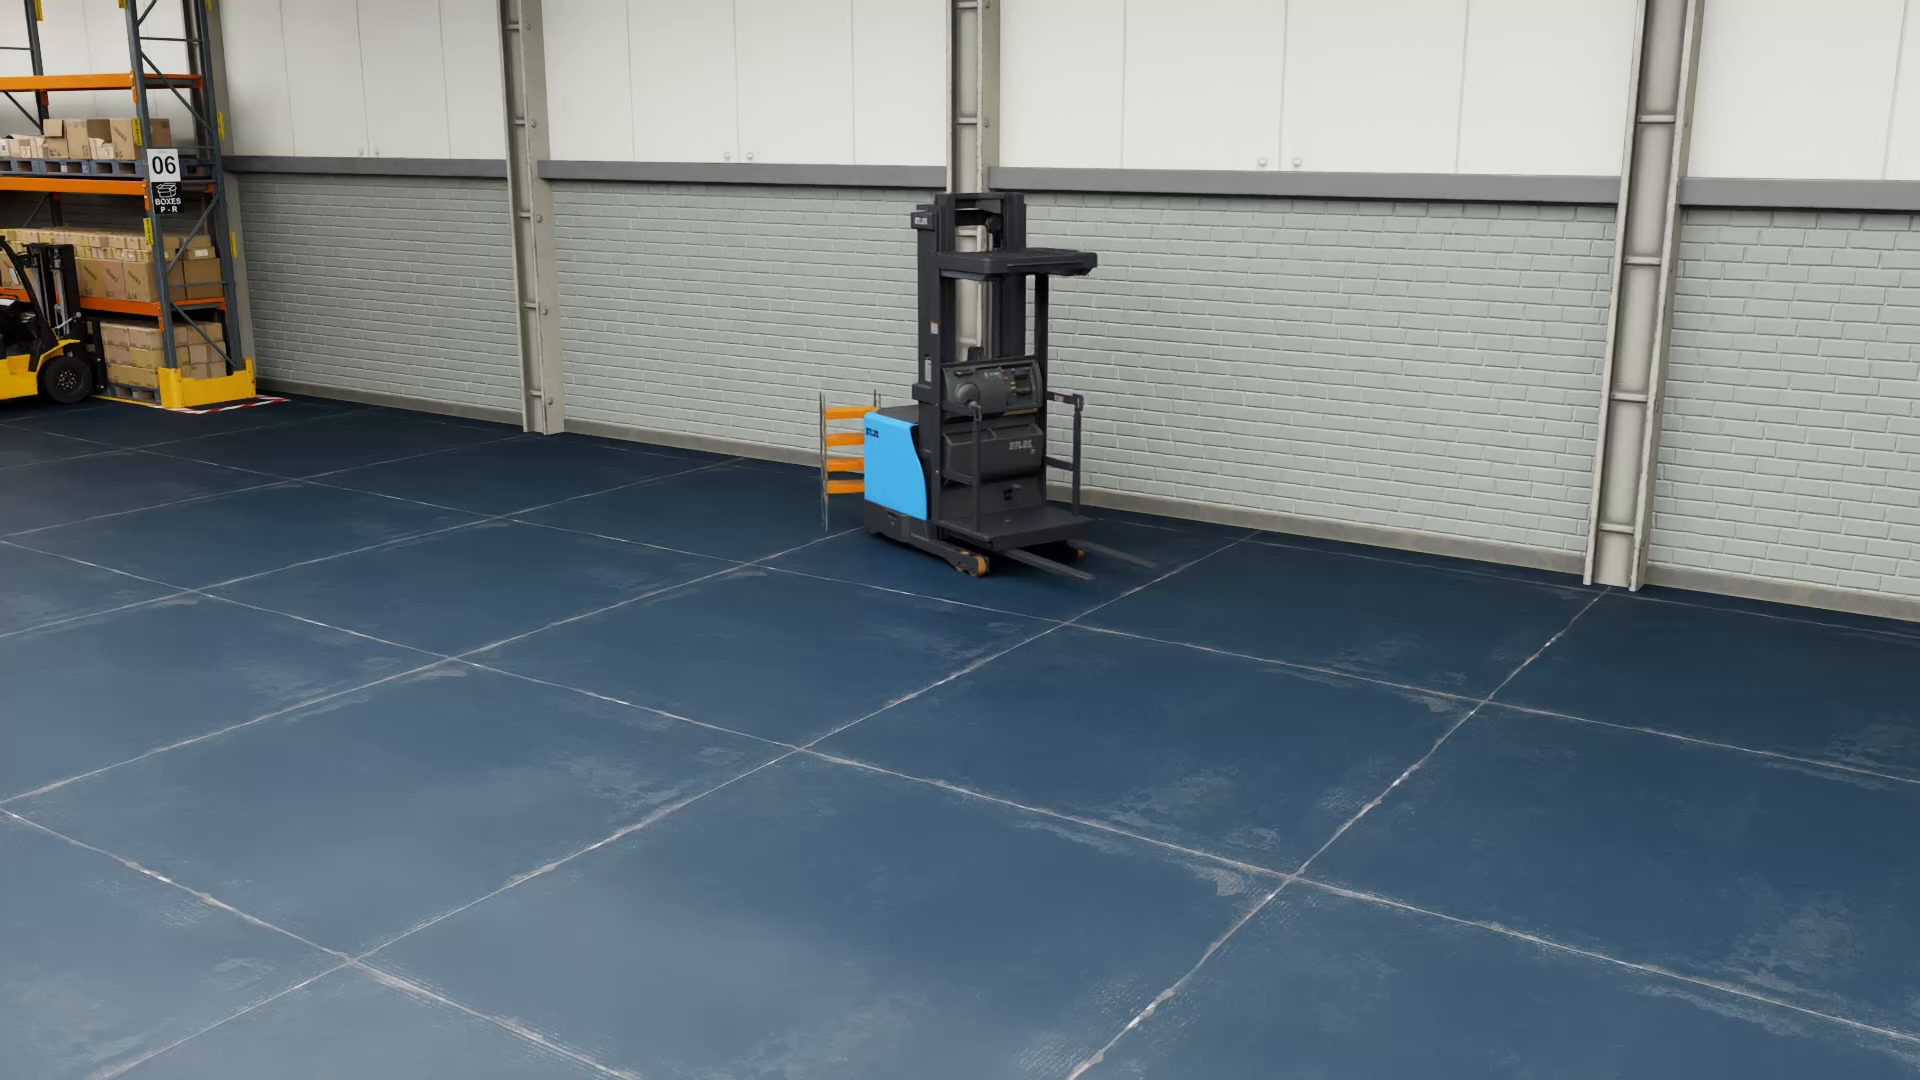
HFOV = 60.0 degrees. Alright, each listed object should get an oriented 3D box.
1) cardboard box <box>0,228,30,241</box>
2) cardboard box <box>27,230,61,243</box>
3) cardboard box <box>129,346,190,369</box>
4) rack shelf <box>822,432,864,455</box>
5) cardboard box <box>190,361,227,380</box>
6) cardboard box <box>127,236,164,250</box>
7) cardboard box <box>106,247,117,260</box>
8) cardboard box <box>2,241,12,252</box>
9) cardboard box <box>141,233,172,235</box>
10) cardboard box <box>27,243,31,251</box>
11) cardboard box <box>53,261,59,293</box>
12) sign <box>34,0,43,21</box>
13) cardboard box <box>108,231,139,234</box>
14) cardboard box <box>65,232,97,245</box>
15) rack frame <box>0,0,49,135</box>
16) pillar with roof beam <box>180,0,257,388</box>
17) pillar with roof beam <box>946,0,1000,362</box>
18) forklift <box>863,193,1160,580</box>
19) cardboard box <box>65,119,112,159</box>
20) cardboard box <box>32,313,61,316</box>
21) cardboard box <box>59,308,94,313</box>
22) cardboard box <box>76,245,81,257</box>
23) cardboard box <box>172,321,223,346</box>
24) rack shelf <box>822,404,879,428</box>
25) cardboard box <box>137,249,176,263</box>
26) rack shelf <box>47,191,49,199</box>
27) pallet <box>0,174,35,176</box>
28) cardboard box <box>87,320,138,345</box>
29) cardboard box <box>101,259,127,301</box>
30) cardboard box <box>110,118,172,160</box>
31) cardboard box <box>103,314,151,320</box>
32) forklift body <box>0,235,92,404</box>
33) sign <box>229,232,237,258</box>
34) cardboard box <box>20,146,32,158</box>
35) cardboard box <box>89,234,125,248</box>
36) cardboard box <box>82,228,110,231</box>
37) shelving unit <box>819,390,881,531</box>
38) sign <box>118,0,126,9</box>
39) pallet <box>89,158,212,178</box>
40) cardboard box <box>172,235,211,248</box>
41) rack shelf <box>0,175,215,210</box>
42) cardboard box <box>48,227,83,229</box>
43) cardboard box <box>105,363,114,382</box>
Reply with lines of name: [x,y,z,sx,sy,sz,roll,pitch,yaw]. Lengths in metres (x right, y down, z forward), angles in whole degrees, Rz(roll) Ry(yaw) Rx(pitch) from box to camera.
cardboard box: [-12.982,-4.202,22.880,0.250,0.149,0.380,10,17,34]
cardboard box: [-12.342,-4.098,22.458,0.250,0.149,0.380,10,17,34]
cardboard box: [-10.341,-2.375,21.482,0.500,0.250,0.500,9,16,32]
rack shelf: [-0.963,-0.857,14.637,0.480,0.148,0.258,-3,14,-14]
cardboard box: [-10.061,-2.234,21.954,0.500,0.250,0.500,9,17,33]
cardboard box: [-10.399,-3.801,21.257,0.250,0.149,0.380,9,17,33]
cardboard box: [-10.815,-3.725,21.570,0.250,0.149,0.380,9,17,32]
cardboard box: [-12.964,-4.065,22.943,0.250,0.149,0.380,9,16,32]
cardboard box: [-10.544,-3.966,21.925,0.250,0.149,0.380,9,17,33]
cardboard box: [-12.353,-3.953,22.492,0.250,0.149,0.380,10,17,34]
cardboard box: [-11.997,-3.599,22.412,0.500,0.500,0.500,9,17,32]
sign: [-12.751,-7.346,22.999,0.005,0.325,0.100,9,17,33]
cardboard box: [-11.189,-4.069,22.339,0.250,0.149,0.380,9,17,33]
cardboard box: [-11.652,-4.016,22.125,0.250,0.149,0.380,9,17,33]
rack frame: [-13.081,-6.709,22.696,0.127,3.000,1.000,9,17,33]
pillar with roof beam: [-12.240,-5.587,18.165,0.400,9.000,9.100,9,17,33]
pillar with roof beam: [-2.282,-3.978,11.664,0.400,9.000,9.100,9,17,33]
forklift: [0.391,-1.261,13.317,1.130,2.935,3.031,-9,17,-33]
cardboard box: [-11.060,-5.185,21.494,0.500,0.500,0.700,9,17,33]
cardboard box: [-12.436,-2.953,22.777,0.500,0.250,0.500,9,17,33]
cardboard box: [-12.565,-3.124,23.466,0.500,0.250,0.500,10,17,34]
cardboard box: [-11.441,-3.833,22.006,0.250,0.149,0.380,9,17,32]
cardboard box: [-10.055,-2.717,21.823,0.500,0.250,0.500,9,16,32]
rack shelf: [-0.963,-1.087,14.580,0.480,0.148,0.258,-3,14,-14]
cardboard box: [-10.206,-3.614,21.122,0.250,0.149,0.380,9,17,34]
rack shelf: [-14.741,-5.172,24.227,4.000,0.370,1.077,9,17,33]
pallet: [-13.820,-5.275,23.547,1.217,0.209,0.805,8,16,31]
cardboard box: [-11.170,-2.747,21.946,0.500,0.250,0.500,9,17,34]
cardboard box: [-10.742,-3.394,21.582,0.500,0.500,0.500,10,17,35]
cardboard box: [-10.265,-5.028,20.859,0.500,0.500,0.500,10,17,35]
cardboard box: [-11.302,-2.922,22.653,0.500,0.250,0.500,9,16,32]
forklift body: [-12.354,-2.739,20.910,1.214,2.155,2.313,9,17,33]
sign: [-9.447,-3.829,21.580,0.005,0.325,0.100,9,17,33]
cardboard box: [-12.241,-5.159,22.120,0.250,0.149,0.380,10,17,34]
cardboard box: [-11.074,-3.891,21.624,0.250,0.149,0.380,10,17,34]
cardboard box: [-11.789,-4.187,22.818,0.250,0.149,0.380,9,16,32]
shelving unit: [-0.963,-0.705,14.674,0.503,1.200,0.258,-3,14,-14]
sign: [-10.077,-6.558,19.978,0.005,0.325,0.100,9,17,33]
pallet: [-10.334,-4.773,21.304,1.213,0.211,1.003,9,17,33]
cardboard box: [-9.922,-3.855,21.479,0.250,0.149,0.380,9,16,32]
rack shelf: [-11.422,-4.635,22.060,4.000,0.370,1.077,9,17,33]
cardboard box: [-12.463,-4.280,23.193,0.250,0.149,0.380,9,16,31]
cardboard box: [-11.146,-2.267,22.086,0.500,0.250,0.500,9,17,33]
